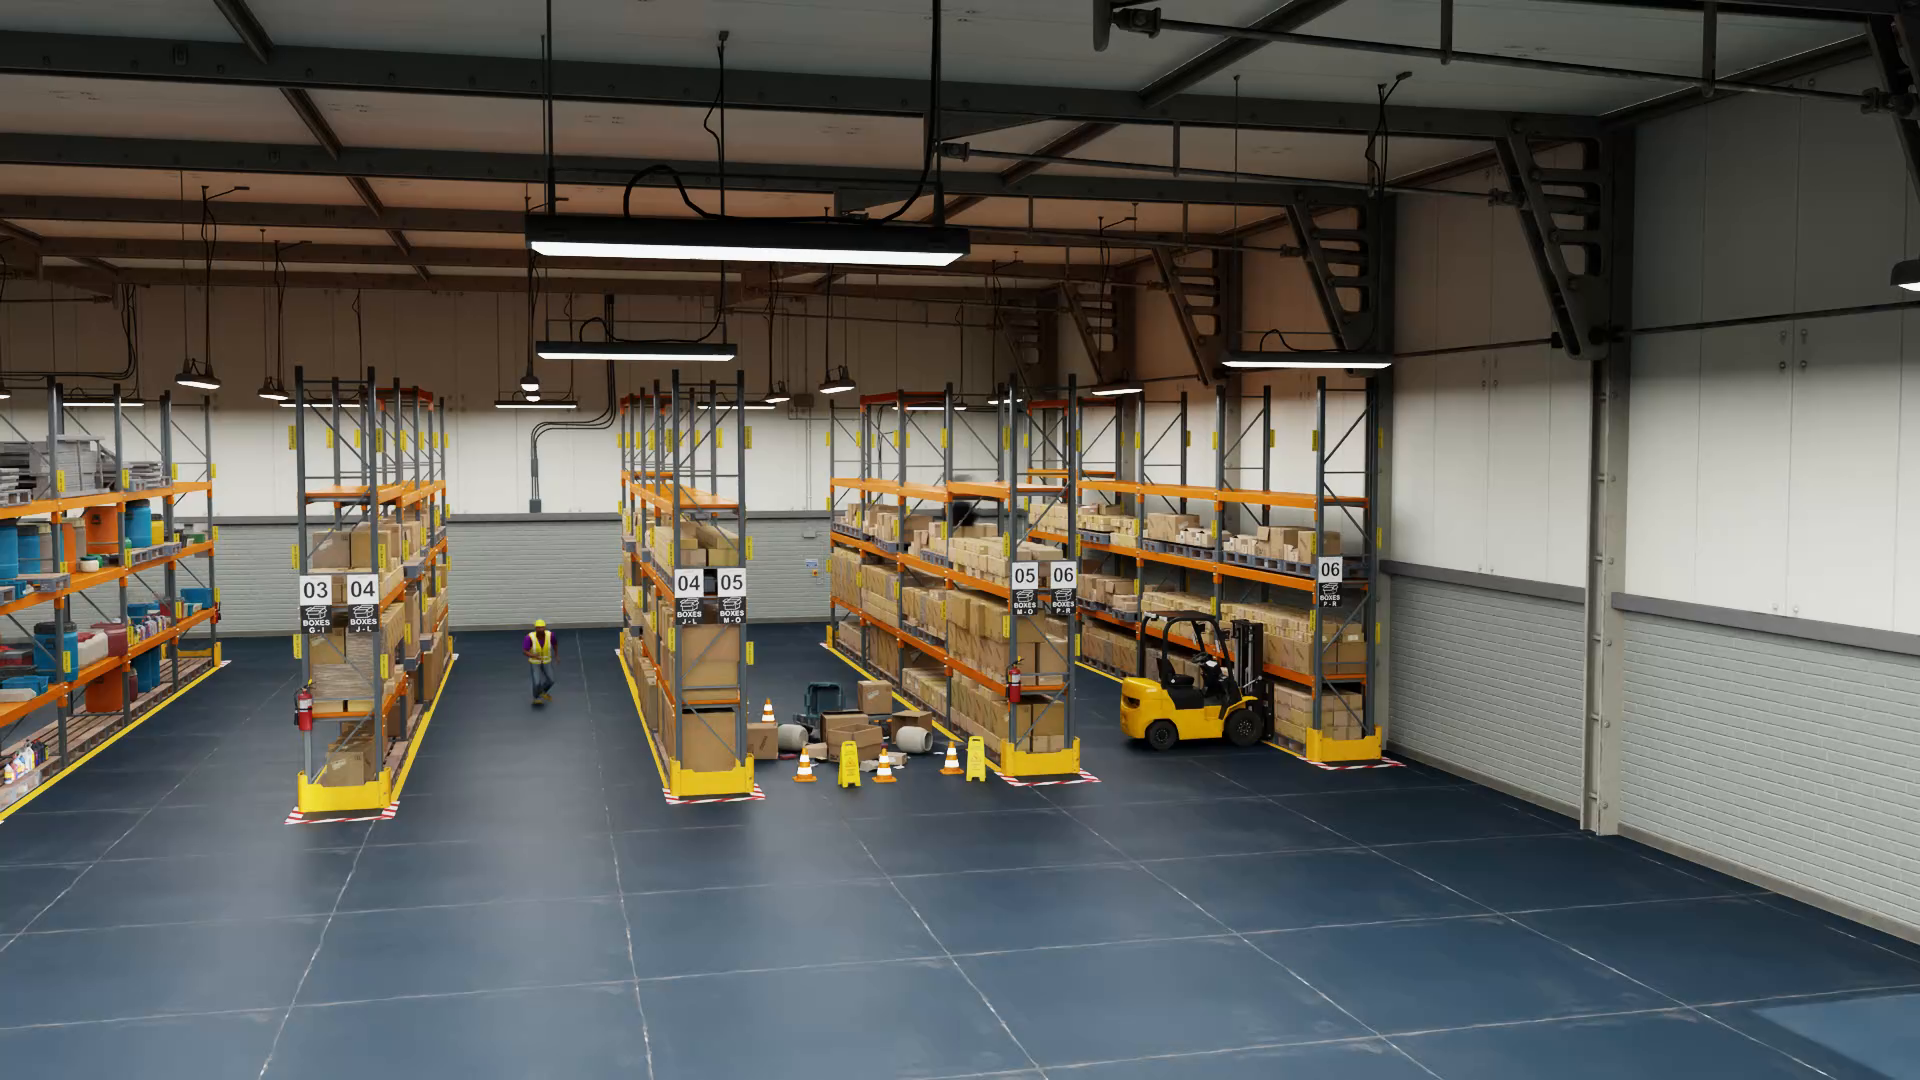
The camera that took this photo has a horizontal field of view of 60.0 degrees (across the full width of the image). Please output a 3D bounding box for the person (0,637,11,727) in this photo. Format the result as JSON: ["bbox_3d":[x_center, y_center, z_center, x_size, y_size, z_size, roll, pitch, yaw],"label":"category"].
[{"bbox_3d":[-16.702,2.432,28.721,0.663,1.699,0.652,-1,4,-18],"label":"person"}]

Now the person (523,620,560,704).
[{"bbox_3d":[-7.897,2.308,31.385,0.716,1.652,0.773,-2,4,-27],"label":"person"}]

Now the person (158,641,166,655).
[{"bbox_3d":[-18.428,1.959,38.490,0.658,1.496,0.702,2,4,30],"label":"person"}]
